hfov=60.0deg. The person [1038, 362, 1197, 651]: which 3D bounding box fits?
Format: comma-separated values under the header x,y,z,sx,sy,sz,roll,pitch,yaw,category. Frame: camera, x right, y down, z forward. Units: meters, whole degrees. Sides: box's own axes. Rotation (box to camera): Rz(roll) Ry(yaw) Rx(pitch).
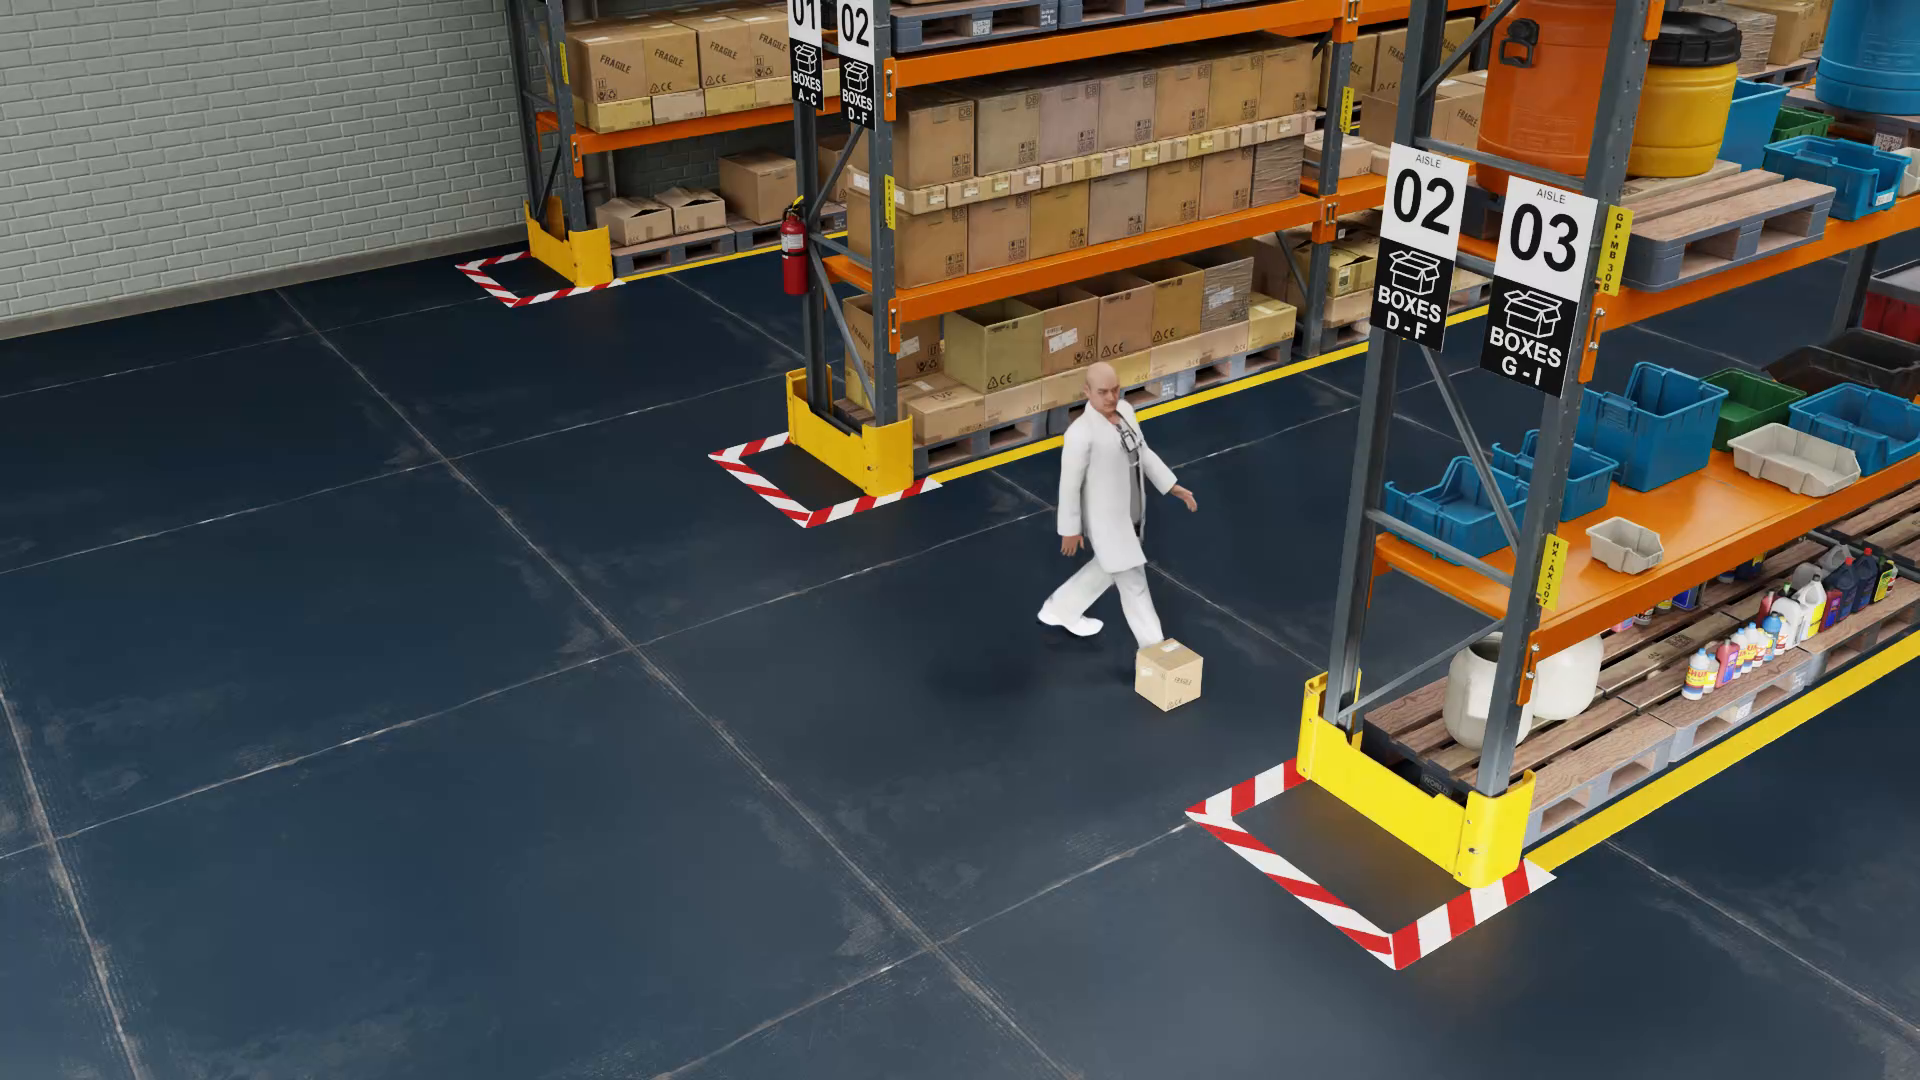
x,y,z,sx,sy,sz,roll,pitch,yaw,category
0.887,-0.121,8.892,1.036,1.729,0.649,17,33,29,person
